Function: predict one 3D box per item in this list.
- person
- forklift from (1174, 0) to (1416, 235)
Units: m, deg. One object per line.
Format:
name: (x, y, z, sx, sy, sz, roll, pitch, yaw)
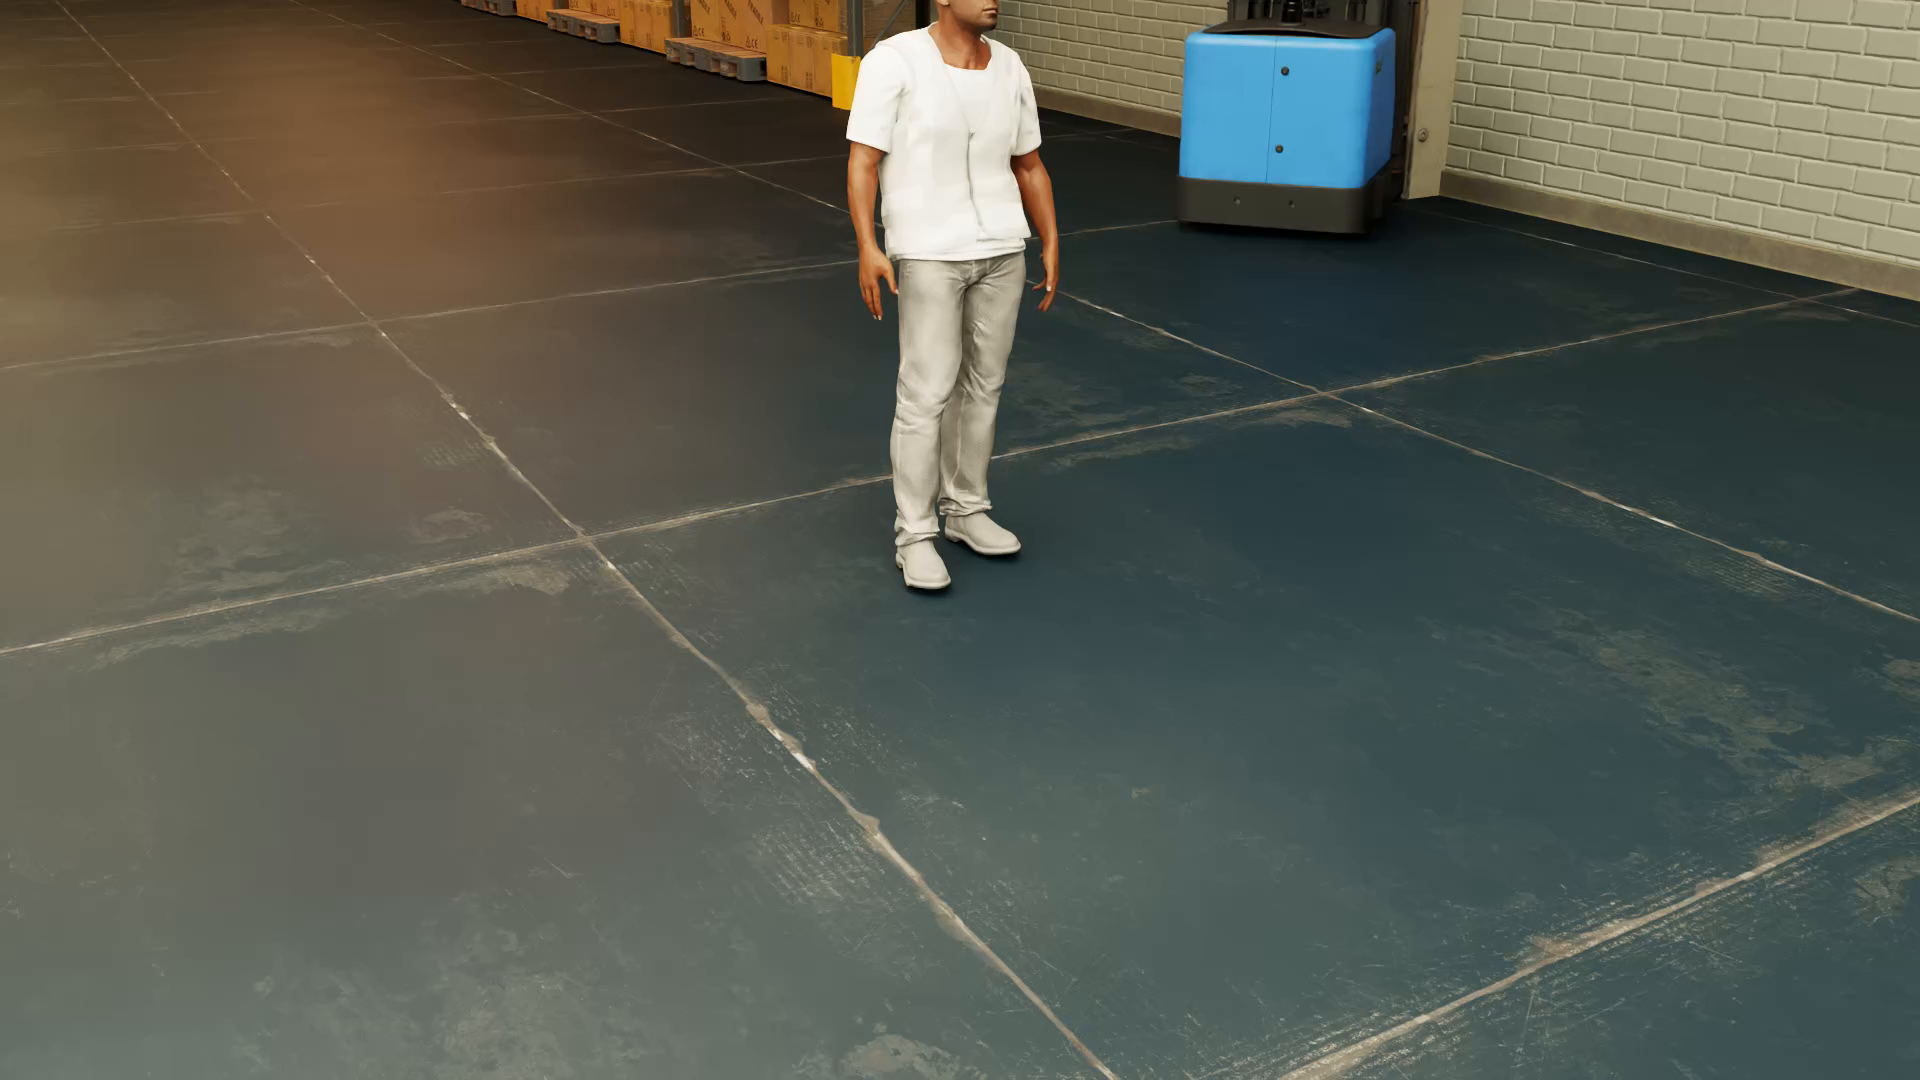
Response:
person: (0.029, -0.800, 4.738, 0.665, 1.765, 0.577, -12, 25, -28)
forklift: (2.218, -3.539, 9.899, 1.130, 2.935, 3.031, 9, 24, 20)
